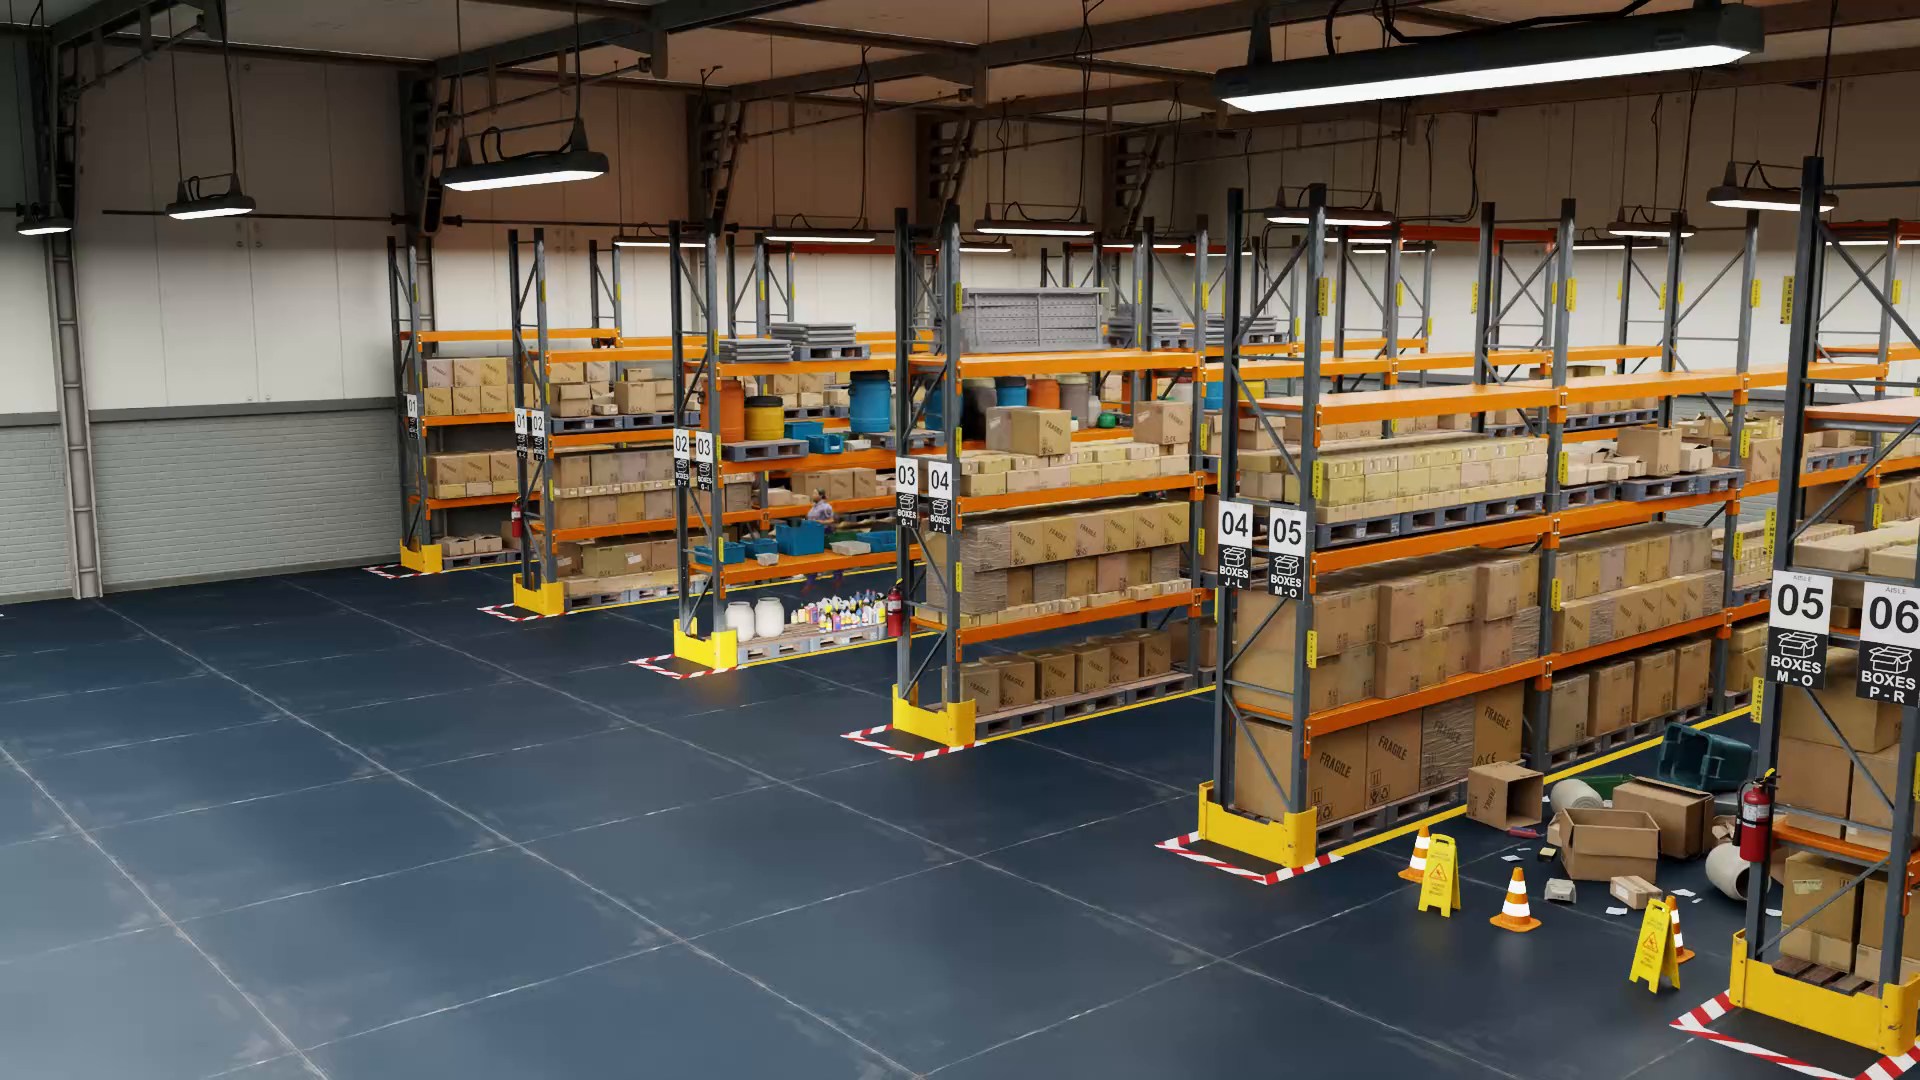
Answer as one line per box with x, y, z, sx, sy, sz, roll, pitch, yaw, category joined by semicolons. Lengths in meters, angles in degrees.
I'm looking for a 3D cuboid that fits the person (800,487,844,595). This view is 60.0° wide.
-2.195;0.002;26.475;0.785;1.693;0.587;-8;12;-43;person

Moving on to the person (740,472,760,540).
-3.933;-0.528;31.528;0.761;1.763;0.706;-7;11;-40;person
